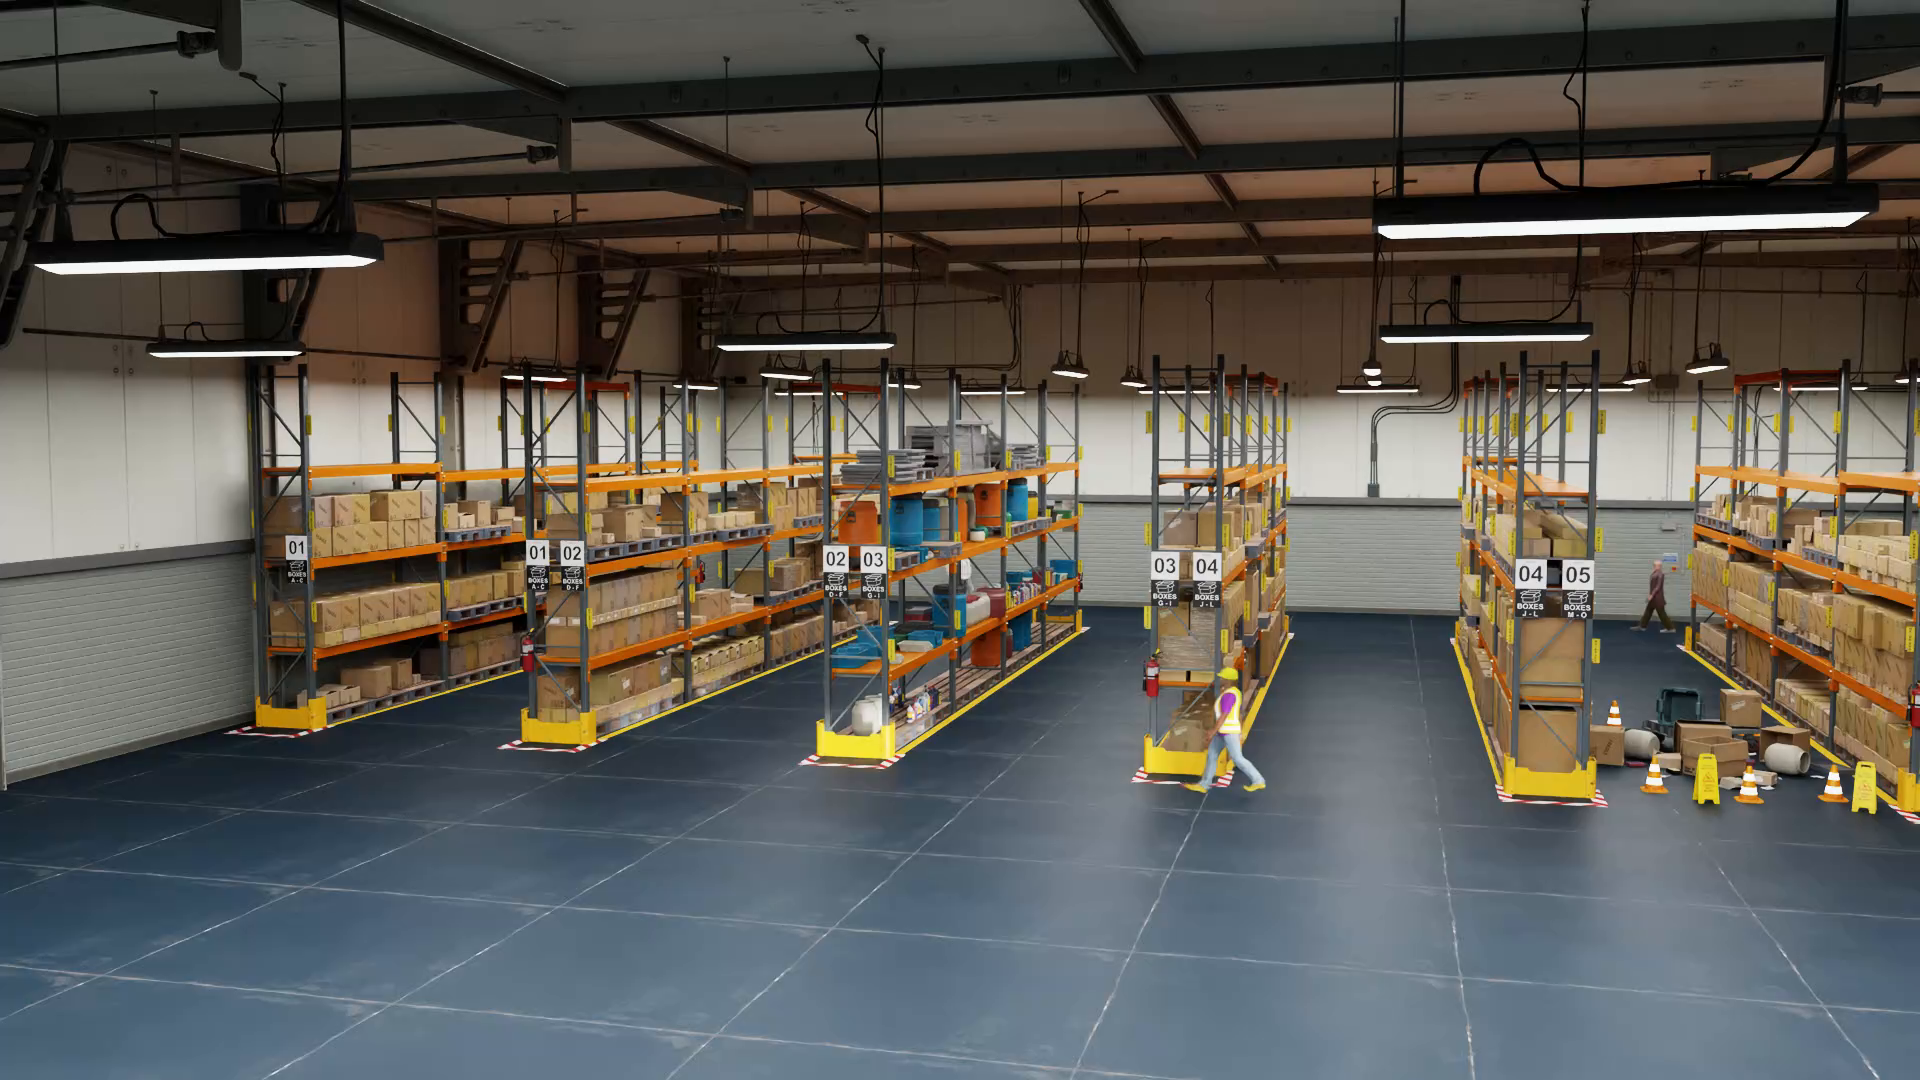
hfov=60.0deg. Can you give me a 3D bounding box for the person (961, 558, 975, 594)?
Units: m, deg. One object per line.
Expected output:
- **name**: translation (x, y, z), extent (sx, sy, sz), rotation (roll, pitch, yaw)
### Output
- **person**: translation (0.071, 1.023, 45.235), extent (0.968, 1.728, 0.617), rotation (3, 5, 35)

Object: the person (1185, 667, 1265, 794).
- **person**: translation (3.600, 2.591, 22.500), extent (1.036, 1.735, 0.505), rotation (0, 4, -6)

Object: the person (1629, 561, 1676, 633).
- **person**: translation (16.650, 1.355, 39.938), extent (1.066, 1.727, 0.668), rotation (2, 5, 30)
